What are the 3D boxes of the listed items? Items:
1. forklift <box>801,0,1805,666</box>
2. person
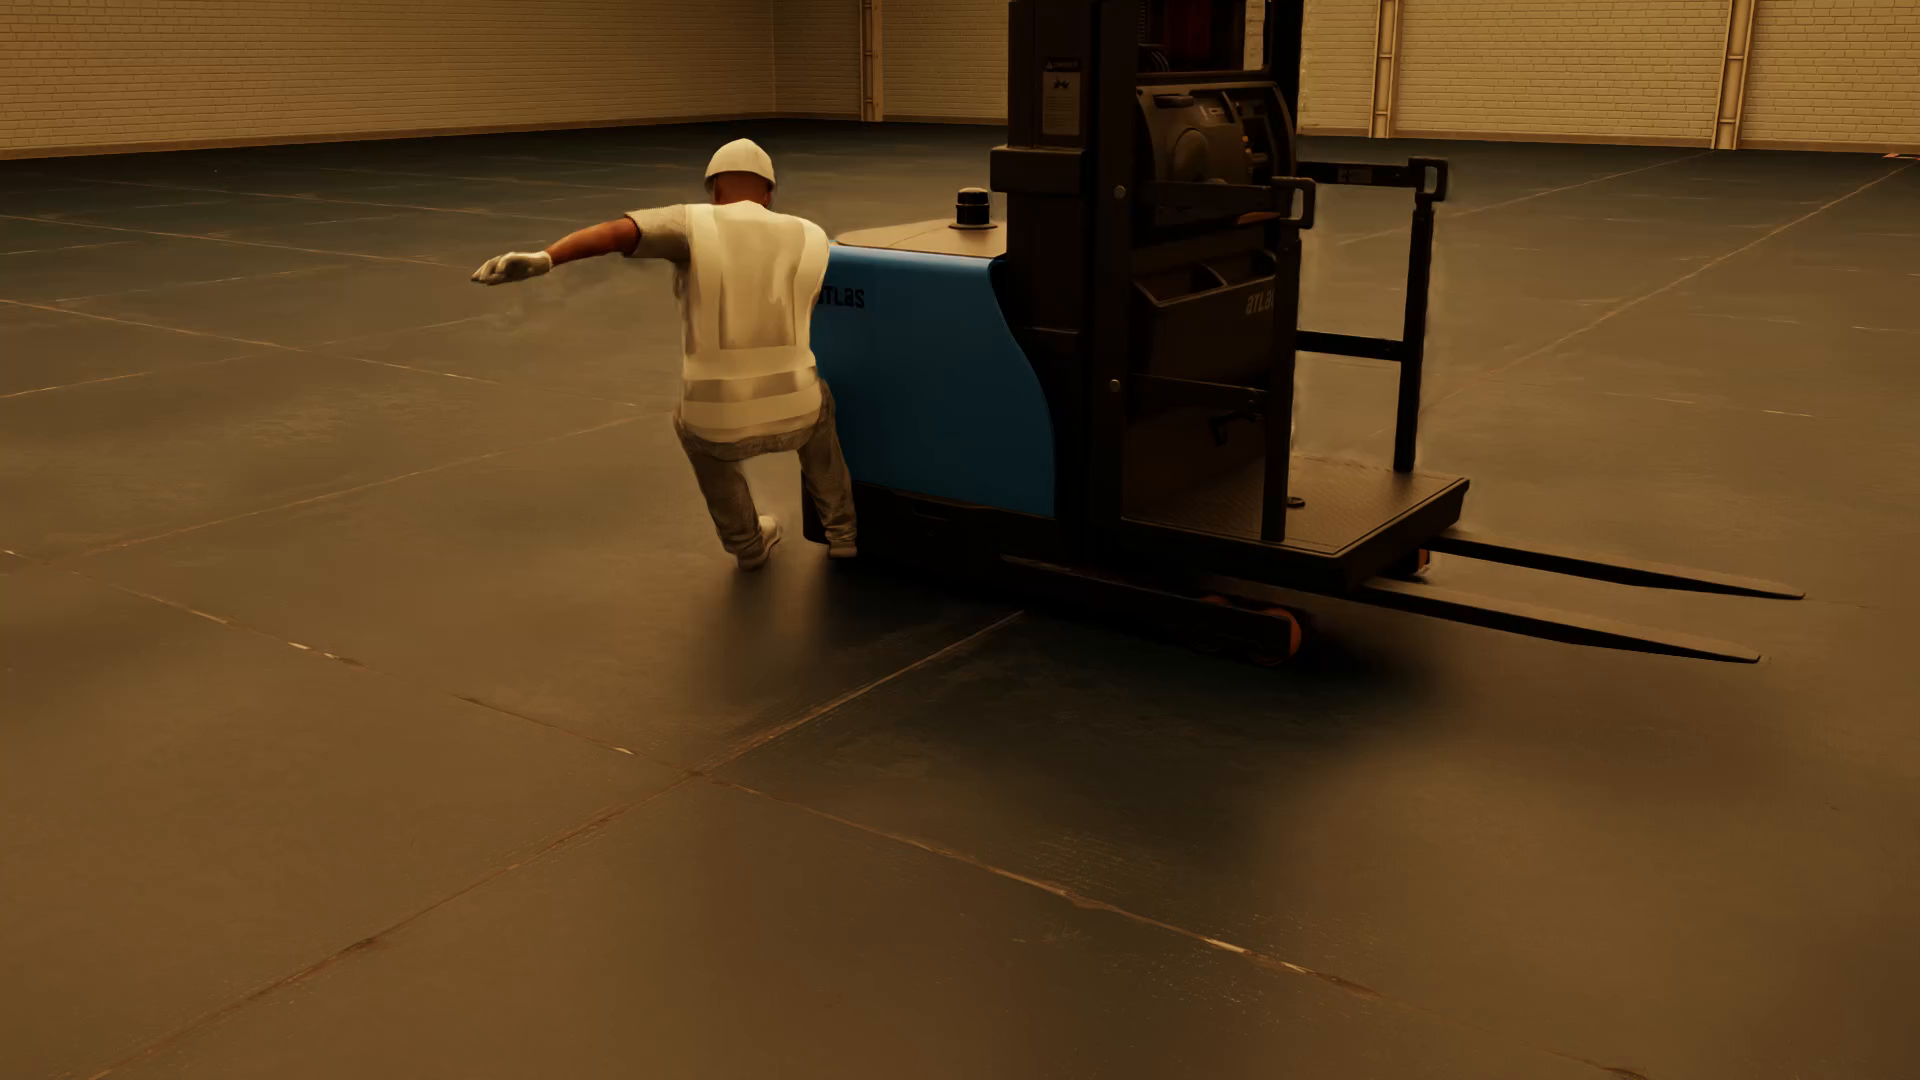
[{"bbox_3d":[0.952,-1.217,4.902,3.031,2.935,1.130,12,20,34],"label":"forklift"},{"bbox_3d":[-0.848,-0.512,5.172,1.334,1.422,0.859,-7,18,-21],"label":"person"}]
